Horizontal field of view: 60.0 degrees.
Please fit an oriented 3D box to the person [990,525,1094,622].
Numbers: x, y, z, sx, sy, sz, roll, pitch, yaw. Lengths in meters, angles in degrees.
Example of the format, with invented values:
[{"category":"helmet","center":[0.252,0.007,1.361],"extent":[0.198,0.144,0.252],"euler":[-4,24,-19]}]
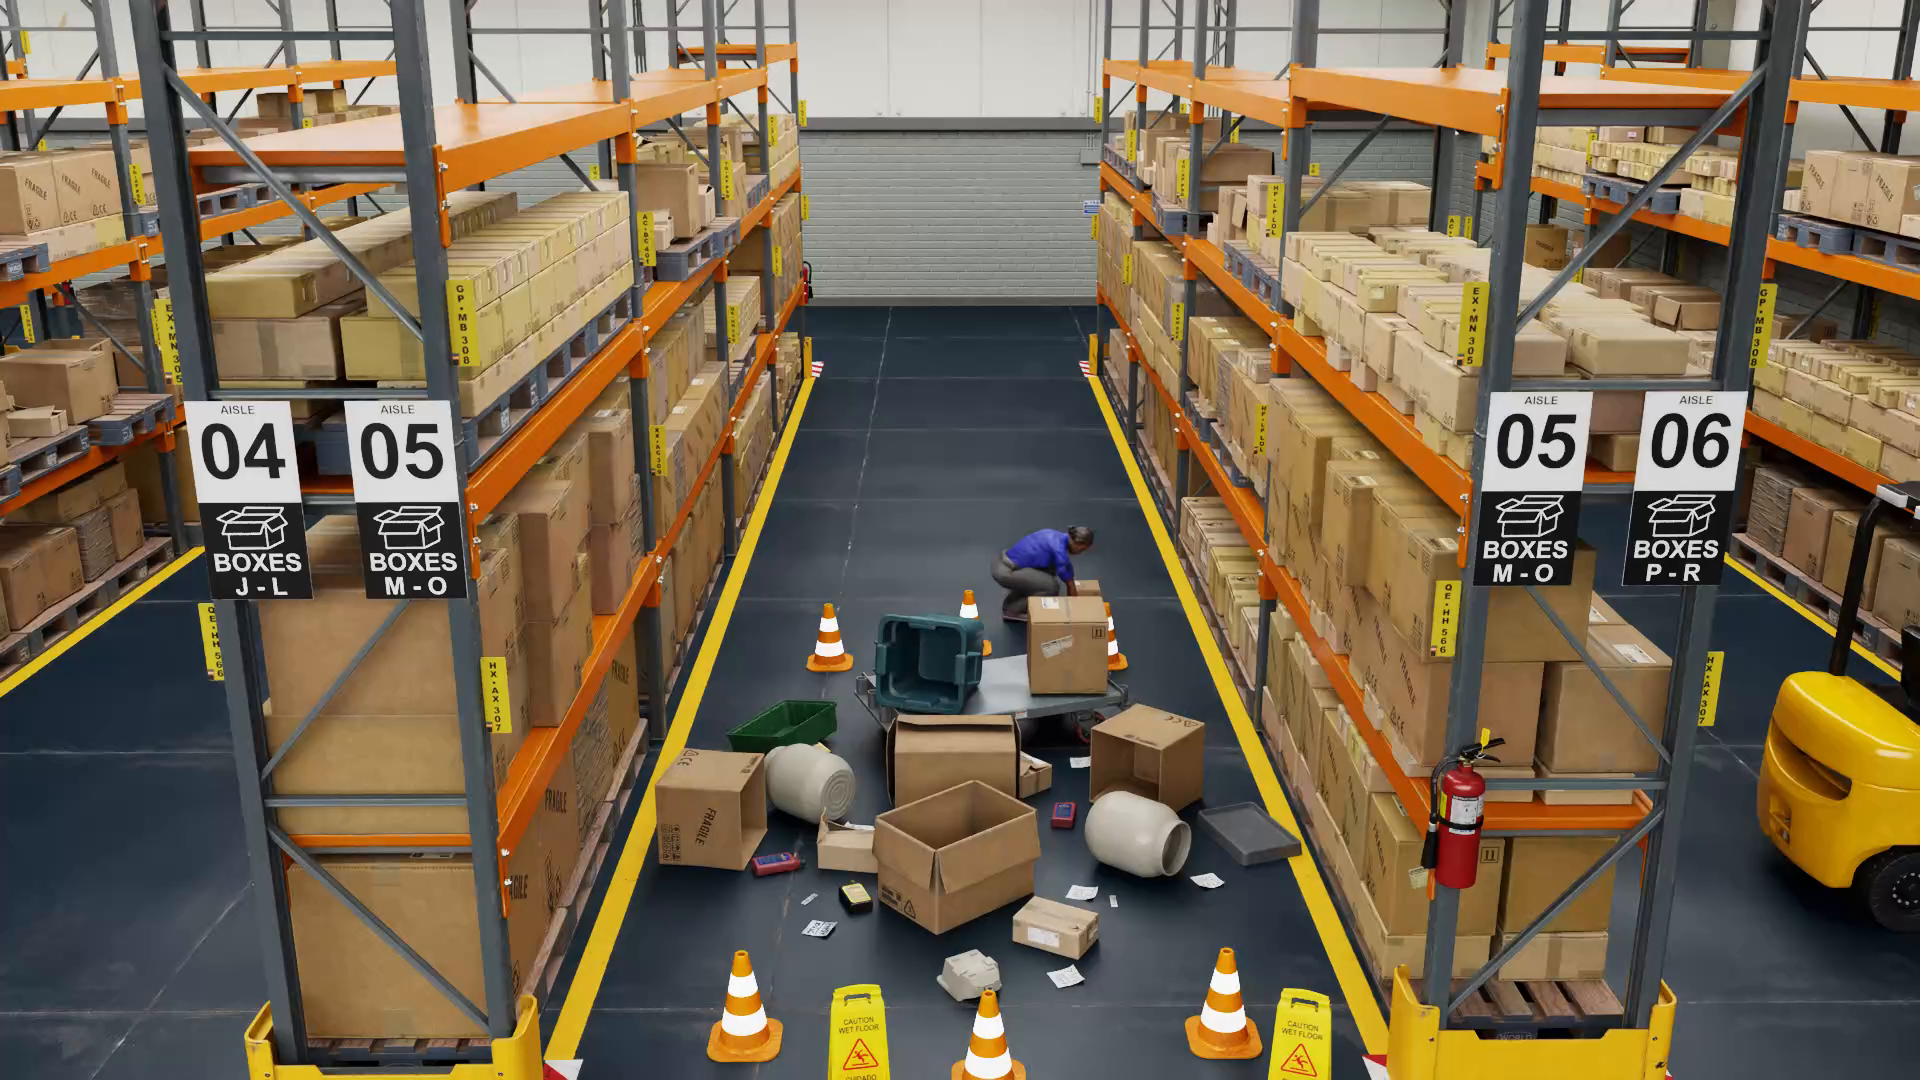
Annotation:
[{"category":"person","center":[0.660,0.279,13.312],"extent":[0.846,0.798,0.473],"euler":[-1,17,-2]}]
